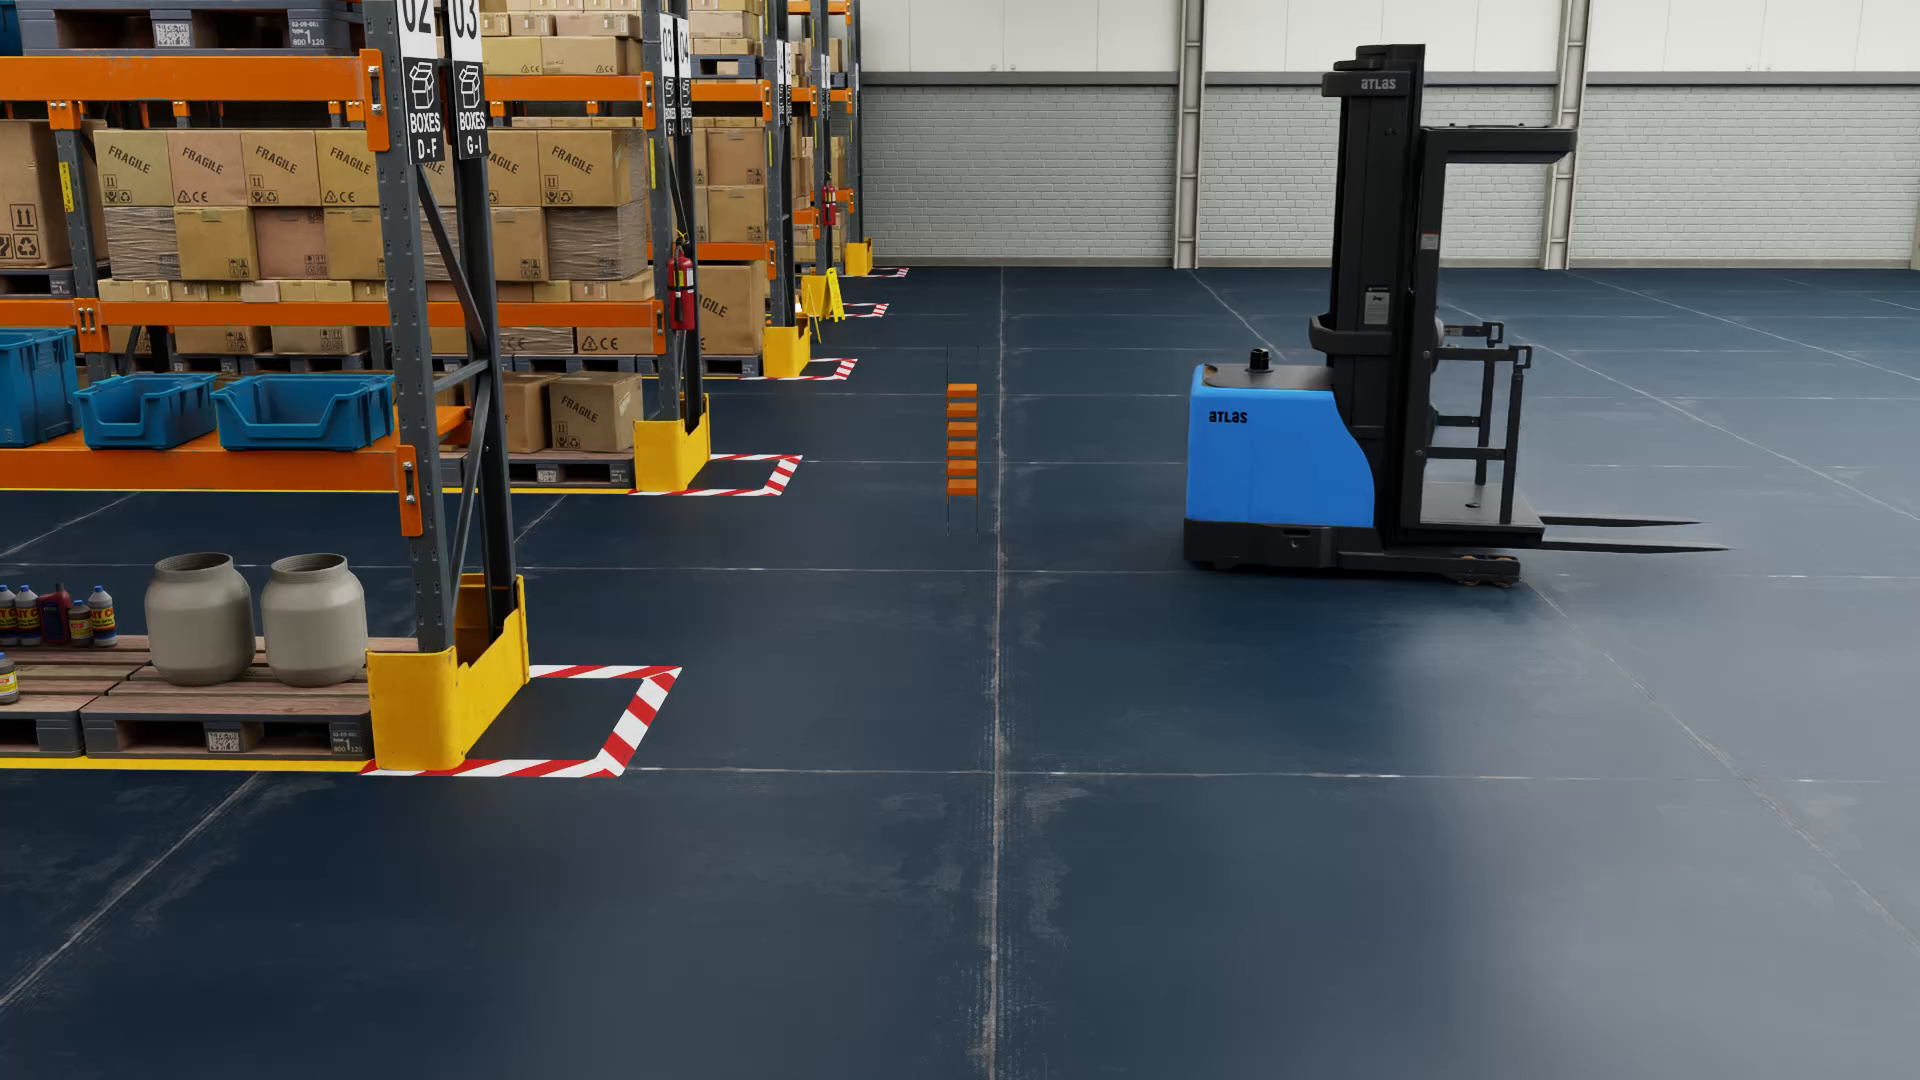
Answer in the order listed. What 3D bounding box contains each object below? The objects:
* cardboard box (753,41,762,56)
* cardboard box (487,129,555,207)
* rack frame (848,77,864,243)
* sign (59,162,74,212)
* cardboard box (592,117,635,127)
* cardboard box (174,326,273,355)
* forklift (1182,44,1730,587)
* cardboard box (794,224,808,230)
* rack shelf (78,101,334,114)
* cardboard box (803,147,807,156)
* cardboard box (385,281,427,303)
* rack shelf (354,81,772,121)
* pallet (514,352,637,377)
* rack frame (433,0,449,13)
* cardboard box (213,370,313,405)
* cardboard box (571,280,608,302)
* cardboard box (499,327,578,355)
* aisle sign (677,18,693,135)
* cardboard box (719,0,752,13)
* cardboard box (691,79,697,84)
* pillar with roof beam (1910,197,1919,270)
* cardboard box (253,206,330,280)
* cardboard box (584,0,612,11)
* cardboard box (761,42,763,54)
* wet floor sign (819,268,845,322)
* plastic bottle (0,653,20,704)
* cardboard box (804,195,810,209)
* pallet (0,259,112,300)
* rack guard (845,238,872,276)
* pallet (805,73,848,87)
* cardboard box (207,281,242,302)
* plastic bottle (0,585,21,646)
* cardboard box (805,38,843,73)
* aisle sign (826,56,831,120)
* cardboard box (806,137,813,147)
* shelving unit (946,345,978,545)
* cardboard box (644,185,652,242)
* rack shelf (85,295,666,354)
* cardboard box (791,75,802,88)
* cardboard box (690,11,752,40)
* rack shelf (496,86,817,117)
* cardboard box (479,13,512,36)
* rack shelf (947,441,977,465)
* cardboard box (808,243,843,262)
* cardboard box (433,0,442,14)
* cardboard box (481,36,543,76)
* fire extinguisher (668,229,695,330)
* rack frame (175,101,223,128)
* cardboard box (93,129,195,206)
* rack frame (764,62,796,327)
[{"bbox_3d":[-2.117,-4.862,16.482,0.250,0.149,0.380,0,15,2],"label":"cardboard box"},{"bbox_3d":[-3.066,-2.551,11.392,0.500,0.500,0.500,0,15,1],"label":"cardboard box"},{"bbox_3d":[-1.634,-5.727,26.165,0.127,3.000,1.000,0,15,1],"label":"rack frame"},{"bbox_3d":[-6.020,-2.378,11.203,0.005,0.325,0.100,0,15,1],"label":"sign"},{"bbox_3d":[-4.310,-5.085,20.995,0.500,0.500,0.700,0,15,0],"label":"cardboard box"},{"bbox_3d":[-7.368,-2.327,16.868,0.750,0.750,1.050,0,15,1],"label":"cardboard box"},{"bbox_3d":[2.859,-1.298,9.514,3.031,2.935,1.130,2,15,9],"label":"forklift"},{"bbox_3d":[-2.613,-5.009,26.052,0.500,0.250,0.500,1,15,2],"label":"cardboard box"},{"bbox_3d":[-11.631,-6.894,26.121,4.000,0.370,1.077,0,15,1],"label":"rack shelf"},{"bbox_3d":[-2.502,-6.031,25.851,0.250,0.149,0.380,1,15,2],"label":"cardboard box"},{"bbox_3d":[-3.803,-1.744,11.563,0.250,0.149,0.380,0,15,1],"label":"cardboard box"},{"bbox_3d":[-3.782,-4.313,16.339,4.000,0.370,1.077,0,15,1],"label":"rack shelf"},{"bbox_3d":[-3.800,-1.843,16.913,1.213,0.211,1.003,0,15,1],"label":"pallet"},{"bbox_3d":[-2.137,-3.571,6.236,0.127,3.000,1.000,0,15,1],"label":"rack frame"},{"bbox_3d":[-5.037,-0.939,12.097,0.500,0.500,0.500,5,16,19],"label":"cardboard box"},{"bbox_3d":[-2.550,-1.763,11.635,0.250,0.149,0.380,0,15,1],"label":"cardboard box"},{"bbox_3d":[-4.253,-2.373,16.795,0.875,0.875,0.875,0,15,2],"label":"cardboard box"},{"bbox_3d":[-1.941,-3.267,11.745,0.004,0.787,0.394,0,15,1],"label":"aisle sign"},{"bbox_3d":[-2.128,-5.079,15.742,0.250,0.149,0.380,1,15,2],"label":"cardboard box"},{"bbox_3d":[-3.400,-5.736,20.814,0.250,0.149,0.380,0,15,0],"label":"cardboard box"},{"bbox_3d":[15.577,-7.647,21.683,0.400,9.000,9.100,0,15,1],"label":"pillar with roof beam"},{"bbox_3d":[-4.559,-2.143,11.804,0.500,0.500,0.875,0,15,1],"label":"cardboard box"},{"bbox_3d":[-3.399,-5.088,15.774,0.250,0.149,0.380,0,15,1],"label":"cardboard box"},{"bbox_3d":[-2.360,-6.114,20.682,0.250,0.149,0.380,1,15,2],"label":"cardboard box"},{"bbox_3d":[-1.595,-3.048,20.629,0.232,0.644,0.267,6,16,21],"label":"wet floor sign"},{"bbox_3d":[-3.984,0.570,6.923,0.097,0.201,0.097,0,15,0],"label":"plastic bottle"},{"bbox_3d":[-2.091,-4.394,21.608,0.250,0.149,0.380,0,15,2],"label":"cardboard box"},{"bbox_3d":[-6.769,-1.909,12.071,1.213,0.211,1.003,0,15,1],"label":"pallet"},{"bbox_3d":[-1.610,-4.518,26.484,0.348,0.500,1.175,0,15,1],"label":"rack guard"},{"bbox_3d":[-2.340,-7.145,25.837,1.213,0.211,1.003,0,15,1],"label":"pallet"},{"bbox_3d":[-5.051,-1.761,11.628,0.250,0.149,0.380,0,15,1],"label":"cardboard box"},{"bbox_3d":[-4.384,0.342,7.650,0.097,0.271,0.097,0,15,0],"label":"plastic bottle"},{"bbox_3d":[-2.083,-7.417,25.479,0.500,0.500,0.500,1,15,3],"label":"cardboard box"},{"bbox_3d":[-1.687,-5.796,21.334,0.004,0.787,0.394,0,15,1],"label":"aisle sign"},{"bbox_3d":[-2.245,-6.175,25.813,0.250,0.149,0.380,0,15,2],"label":"cardboard box"},{"bbox_3d":[0.014,-0.580,10.187,0.189,1.200,0.258,0,15,1],"label":"shelving unit"},{"bbox_3d":[-3.262,-3.295,16.654,0.550,0.550,0.875,0,15,1],"label":"cardboard box"},{"bbox_3d":[-4.010,-1.599,11.930,4.000,0.370,1.077,0,15,1],"label":"rack shelf"},{"bbox_3d":[-2.121,-5.721,20.755,0.250,0.149,0.380,0,15,2],"label":"cardboard box"},{"bbox_3d":[-2.279,-4.903,15.854,0.500,0.250,0.500,1,15,2],"label":"cardboard box"},{"bbox_3d":[-3.757,-5.576,21.126,4.000,0.370,1.077,0,15,1],"label":"rack shelf"},{"bbox_3d":[-3.081,-3.427,11.083,0.250,0.149,0.380,0,15,2],"label":"cardboard box"},{"bbox_3d":[0.014,-0.537,10.198,0.180,0.103,0.258,0,15,1],"label":"rack shelf"},{"bbox_3d":[-2.112,-4.523,26.169,0.500,0.250,0.500,0,15,2],"label":"cardboard box"},{"bbox_3d":[-3.566,-3.763,11.085,0.500,0.500,0.500,0,15,1],"label":"cardboard box"},{"bbox_3d":[-2.998,-3.252,11.201,0.500,0.250,0.500,0,15,2],"label":"cardboard box"},{"bbox_3d":[-1.908,-1.778,11.350,0.183,0.674,0.296,0,15,1],"label":"fire extinguisher"},{"bbox_3d":[-9.755,-4.513,21.565,0.127,3.000,1.000,0,15,1],"label":"rack frame"},{"bbox_3d":[-5.566,-2.567,11.452,0.500,0.500,0.500,0,15,1],"label":"cardboard box"},{"bbox_3d":[-1.783,-3.198,16.580,0.127,3.000,1.000,0,15,1],"label":"rack frame"}]
